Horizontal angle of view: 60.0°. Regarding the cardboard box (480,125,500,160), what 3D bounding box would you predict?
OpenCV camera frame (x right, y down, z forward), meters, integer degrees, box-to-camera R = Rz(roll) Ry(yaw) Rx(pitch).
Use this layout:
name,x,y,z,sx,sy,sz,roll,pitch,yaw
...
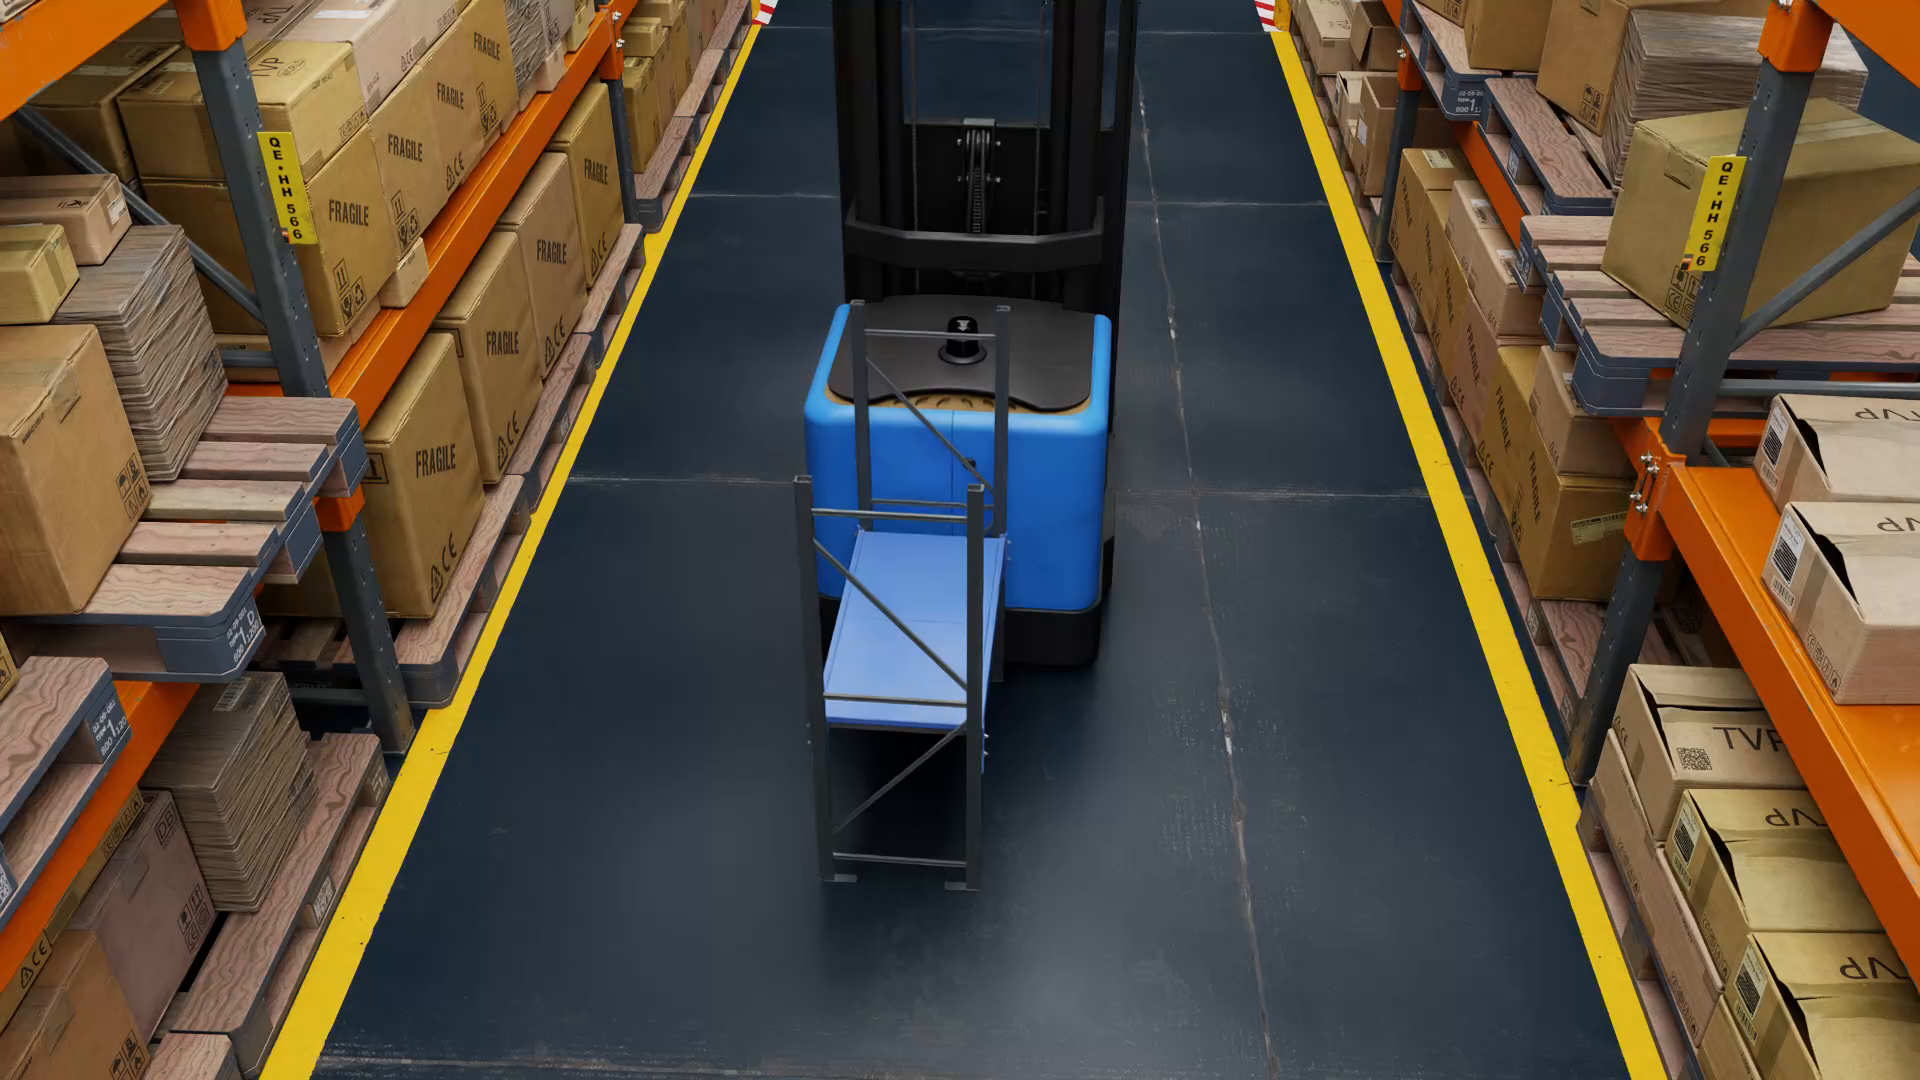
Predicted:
name,x,y,z,sx,sy,sz,roll,pitch,yaw
cardboard box,-2.083,-1.653,6.694,0.380,0.149,0.250,2,35,3

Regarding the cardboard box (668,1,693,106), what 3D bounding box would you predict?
name,x,y,z,sx,sy,sz,roll,pitch,yaw
cardboard box,-2.056,-2.989,10.204,0.700,0.500,0.500,2,35,3

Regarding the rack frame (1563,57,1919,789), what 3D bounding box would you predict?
name,x,y,z,sx,sy,sz,roll,pitch,yaw
rack frame,2.554,-0.419,4.738,1.000,3.000,0.127,1,35,2

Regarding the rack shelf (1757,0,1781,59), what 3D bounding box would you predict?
name,x,y,z,sx,sy,sz,roll,pitch,yaw
rack shelf,2.634,-2.501,5.717,1.077,0.370,4.000,1,35,2

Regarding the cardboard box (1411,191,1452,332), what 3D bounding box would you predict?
name,x,y,z,sx,sy,sz,roll,pitch,yaw
cardboard box,2.441,-1.296,7.776,0.500,0.500,0.500,2,35,3

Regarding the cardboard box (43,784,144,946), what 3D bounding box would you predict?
name,x,y,z,sx,sy,sz,roll,pitch,yaw
cardboard box,-2.458,0.745,4.220,0.500,0.250,0.500,2,35,3

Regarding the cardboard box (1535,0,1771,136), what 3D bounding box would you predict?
name,x,y,z,sx,sy,sz,roll,pitch,yaw
cardboard box,2.705,-1.914,6.412,0.700,0.500,0.500,-7,36,-10

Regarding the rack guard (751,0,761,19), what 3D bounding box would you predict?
name,x,y,z,sx,sy,sz,roll,pitch,yaw
rack guard,-2.074,-4.119,12.176,1.175,0.500,0.348,1,35,2

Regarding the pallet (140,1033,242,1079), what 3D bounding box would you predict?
name,x,y,z,sx,sy,sz,roll,pitch,yaw
pallet,-2.480,1.757,4.066,1.003,0.211,1.213,1,35,2

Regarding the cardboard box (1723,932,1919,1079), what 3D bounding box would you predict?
name,x,y,z,sx,sy,sz,roll,pitch,yaw
cardboard box,2.204,1.194,3.981,0.500,0.311,0.500,0,35,1

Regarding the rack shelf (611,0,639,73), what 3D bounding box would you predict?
name,x,y,z,sx,sy,sz,roll,pitch,yaw
rack shelf,-2.155,-3.684,10.009,1.077,0.370,4.000,1,35,2

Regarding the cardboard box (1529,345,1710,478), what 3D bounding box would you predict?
name,x,y,z,sx,sy,sz,roll,pitch,yaw
cardboard box,2.355,-0.459,5.933,0.500,0.250,0.500,3,35,4

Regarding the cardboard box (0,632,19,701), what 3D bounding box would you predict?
name,x,y,z,sx,sy,sz,roll,pitch,yaw
cardboard box,-2.433,0.234,3.339,0.700,0.500,0.500,1,35,2

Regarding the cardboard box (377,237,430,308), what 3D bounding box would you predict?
name,x,y,z,sx,sy,sz,roll,pitch,yaw
cardboard box,-2.037,-0.916,5.646,0.380,0.149,0.250,2,35,3

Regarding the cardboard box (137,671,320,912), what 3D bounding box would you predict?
name,x,y,z,sx,sy,sz,roll,pitch,yaw
cardboard box,-2.373,0.726,4.900,0.700,0.500,0.500,2,35,3

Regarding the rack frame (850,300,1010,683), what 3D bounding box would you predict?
name,x,y,z,sx,sy,sz,roll,pitch,yaw
rack frame,-0.093,-0.118,5.613,0.500,1.500,0.032,3,35,4

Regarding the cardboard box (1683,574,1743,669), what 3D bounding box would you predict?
name,x,y,z,sx,sy,sz,roll,pitch,yaw
cardboard box,2.858,0.169,5.693,0.500,0.500,0.500,3,35,4

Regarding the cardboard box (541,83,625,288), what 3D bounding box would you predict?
name,x,y,z,sx,sy,sz,roll,pitch,yaw
cardboard box,-2.131,-1.745,8.129,0.750,0.750,0.750,2,35,2

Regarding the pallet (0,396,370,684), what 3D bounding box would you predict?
name,x,y,z,sx,sy,sz,roll,pitch,yaw
pallet,-2.318,-0.041,4.367,1.213,0.211,1.003,1,35,2

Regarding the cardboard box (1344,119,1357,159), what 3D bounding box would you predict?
name,x,y,z,sx,sy,sz,roll,pitch,yaw
cardboard box,2.409,-2.282,9.485,0.380,0.149,0.250,1,35,2

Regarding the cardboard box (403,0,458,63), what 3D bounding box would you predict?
name,x,y,z,sx,sy,sz,roll,pitch,yaw
cardboard box,-2.083,-1.860,5.773,0.500,0.250,0.500,2,35,2

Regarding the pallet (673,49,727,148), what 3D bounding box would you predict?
name,x,y,z,sx,sy,sz,roll,pitch,yaw
pallet,-2.080,-2.827,10.588,1.003,0.211,1.213,1,35,2

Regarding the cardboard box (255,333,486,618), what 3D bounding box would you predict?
name,x,y,z,sx,sy,sz,roll,pitch,yaw
cardboard box,-2.235,-0.243,5.992,0.750,0.750,0.750,1,35,1

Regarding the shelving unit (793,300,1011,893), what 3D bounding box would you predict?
name,x,y,z,sx,sy,sz,roll,pitch,yaw
shelving unit,-0.140,0.173,5.199,0.538,1.500,1.048,3,35,4

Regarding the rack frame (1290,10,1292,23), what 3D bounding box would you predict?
name,x,y,z,sx,sy,sz,roll,pitch,yaw
rack frame,2.875,-5.016,11.278,1.000,3.000,0.127,1,35,2

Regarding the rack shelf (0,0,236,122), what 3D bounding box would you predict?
name,x,y,z,sx,sy,sz,roll,pitch,yaw
rack shelf,-2.476,-0.315,2.607,1.077,0.370,4.000,1,35,2

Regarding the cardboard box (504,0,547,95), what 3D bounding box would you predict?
name,x,y,z,sx,sy,sz,roll,pitch,yaw
cardboard box,-2.041,-2.148,6.834,0.500,0.500,0.500,1,35,2

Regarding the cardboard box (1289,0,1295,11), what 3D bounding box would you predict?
name,x,y,z,sx,sy,sz,roll,pitch,yaw
cardboard box,2.515,-3.796,11.640,0.380,0.149,0.250,1,35,2

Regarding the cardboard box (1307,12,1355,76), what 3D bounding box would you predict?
name,x,y,z,sx,sy,sz,roll,pitch,yaw
cardboard box,2.530,-3.190,10.689,0.500,0.250,0.500,1,35,2

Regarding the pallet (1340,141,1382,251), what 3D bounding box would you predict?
name,x,y,z,sx,sy,sz,roll,pitch,yaw
pallet,2.743,-1.971,9.371,1.003,0.211,1.213,1,35,2

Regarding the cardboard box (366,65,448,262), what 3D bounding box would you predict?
name,x,y,z,sx,sy,sz,roll,pitch,yaw
cardboard box,-2.090,-1.276,5.594,0.500,0.500,0.500,2,35,3

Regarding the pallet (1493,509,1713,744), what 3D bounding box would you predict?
name,x,y,z,sx,sy,sz,roll,pitch,yaw
pallet,2.622,0.294,6.149,1.003,0.211,1.213,1,35,2

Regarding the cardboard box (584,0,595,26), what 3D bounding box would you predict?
name,x,y,z,sx,sy,sz,roll,pitch,yaw
cardboard box,-1.966,-2.534,7.948,0.380,0.149,0.250,2,35,2

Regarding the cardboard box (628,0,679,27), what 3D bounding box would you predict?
name,x,y,z,sx,sy,sz,roll,pitch,yaw
cardboard box,-1.886,-3.164,9.888,0.380,0.149,0.250,0,35,1

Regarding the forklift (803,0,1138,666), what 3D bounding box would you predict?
name,x,y,z,sx,sy,sz,roll,pitch,yaw
forklift,0.112,-1.577,6.445,1.130,2.935,3.031,3,35,4

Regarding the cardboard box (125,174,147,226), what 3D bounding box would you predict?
name,x,y,z,sx,sy,sz,roll,pitch,yaw
cardboard box,-2.640,-0.980,5.172,0.500,0.500,0.500,2,35,2

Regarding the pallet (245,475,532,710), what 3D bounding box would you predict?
name,x,y,z,sx,sy,sz,roll,pitch,yaw
pallet,-2.289,0.158,6.341,1.003,0.211,1.213,1,35,2

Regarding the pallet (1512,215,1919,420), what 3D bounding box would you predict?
name,x,y,z,sx,sy,sz,roll,pitch,yaw
pallet,2.511,-0.732,5.349,1.213,0.211,1.003,1,35,2

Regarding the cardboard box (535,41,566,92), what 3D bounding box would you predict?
name,x,y,z,sx,sy,sz,roll,pitch,yaw
cardboard box,-1.960,-2.088,7.313,0.380,0.149,0.250,1,35,2

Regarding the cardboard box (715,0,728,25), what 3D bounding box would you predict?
name,x,y,z,sx,sy,sz,roll,pitch,yaw
cardboard box,-2.003,-3.872,11.460,0.700,0.500,0.500,1,35,2

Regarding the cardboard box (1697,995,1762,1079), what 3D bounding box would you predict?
name,x,y,z,sx,sy,sz,roll,pitch,yaw
cardboard box,2.205,1.416,4.153,0.500,0.250,0.500,0,35,1

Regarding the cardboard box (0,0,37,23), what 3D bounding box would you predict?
name,x,y,z,sx,sy,sz,roll,pitch,yaw
cardboard box,-2.155,-1.311,3.457,0.500,0.311,0.500,1,35,2

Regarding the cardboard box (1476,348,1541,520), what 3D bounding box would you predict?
name,x,y,z,sx,sy,sz,roll,pitch,yaw
cardboard box,2.378,-0.417,6.525,0.500,0.500,0.500,0,35,0
